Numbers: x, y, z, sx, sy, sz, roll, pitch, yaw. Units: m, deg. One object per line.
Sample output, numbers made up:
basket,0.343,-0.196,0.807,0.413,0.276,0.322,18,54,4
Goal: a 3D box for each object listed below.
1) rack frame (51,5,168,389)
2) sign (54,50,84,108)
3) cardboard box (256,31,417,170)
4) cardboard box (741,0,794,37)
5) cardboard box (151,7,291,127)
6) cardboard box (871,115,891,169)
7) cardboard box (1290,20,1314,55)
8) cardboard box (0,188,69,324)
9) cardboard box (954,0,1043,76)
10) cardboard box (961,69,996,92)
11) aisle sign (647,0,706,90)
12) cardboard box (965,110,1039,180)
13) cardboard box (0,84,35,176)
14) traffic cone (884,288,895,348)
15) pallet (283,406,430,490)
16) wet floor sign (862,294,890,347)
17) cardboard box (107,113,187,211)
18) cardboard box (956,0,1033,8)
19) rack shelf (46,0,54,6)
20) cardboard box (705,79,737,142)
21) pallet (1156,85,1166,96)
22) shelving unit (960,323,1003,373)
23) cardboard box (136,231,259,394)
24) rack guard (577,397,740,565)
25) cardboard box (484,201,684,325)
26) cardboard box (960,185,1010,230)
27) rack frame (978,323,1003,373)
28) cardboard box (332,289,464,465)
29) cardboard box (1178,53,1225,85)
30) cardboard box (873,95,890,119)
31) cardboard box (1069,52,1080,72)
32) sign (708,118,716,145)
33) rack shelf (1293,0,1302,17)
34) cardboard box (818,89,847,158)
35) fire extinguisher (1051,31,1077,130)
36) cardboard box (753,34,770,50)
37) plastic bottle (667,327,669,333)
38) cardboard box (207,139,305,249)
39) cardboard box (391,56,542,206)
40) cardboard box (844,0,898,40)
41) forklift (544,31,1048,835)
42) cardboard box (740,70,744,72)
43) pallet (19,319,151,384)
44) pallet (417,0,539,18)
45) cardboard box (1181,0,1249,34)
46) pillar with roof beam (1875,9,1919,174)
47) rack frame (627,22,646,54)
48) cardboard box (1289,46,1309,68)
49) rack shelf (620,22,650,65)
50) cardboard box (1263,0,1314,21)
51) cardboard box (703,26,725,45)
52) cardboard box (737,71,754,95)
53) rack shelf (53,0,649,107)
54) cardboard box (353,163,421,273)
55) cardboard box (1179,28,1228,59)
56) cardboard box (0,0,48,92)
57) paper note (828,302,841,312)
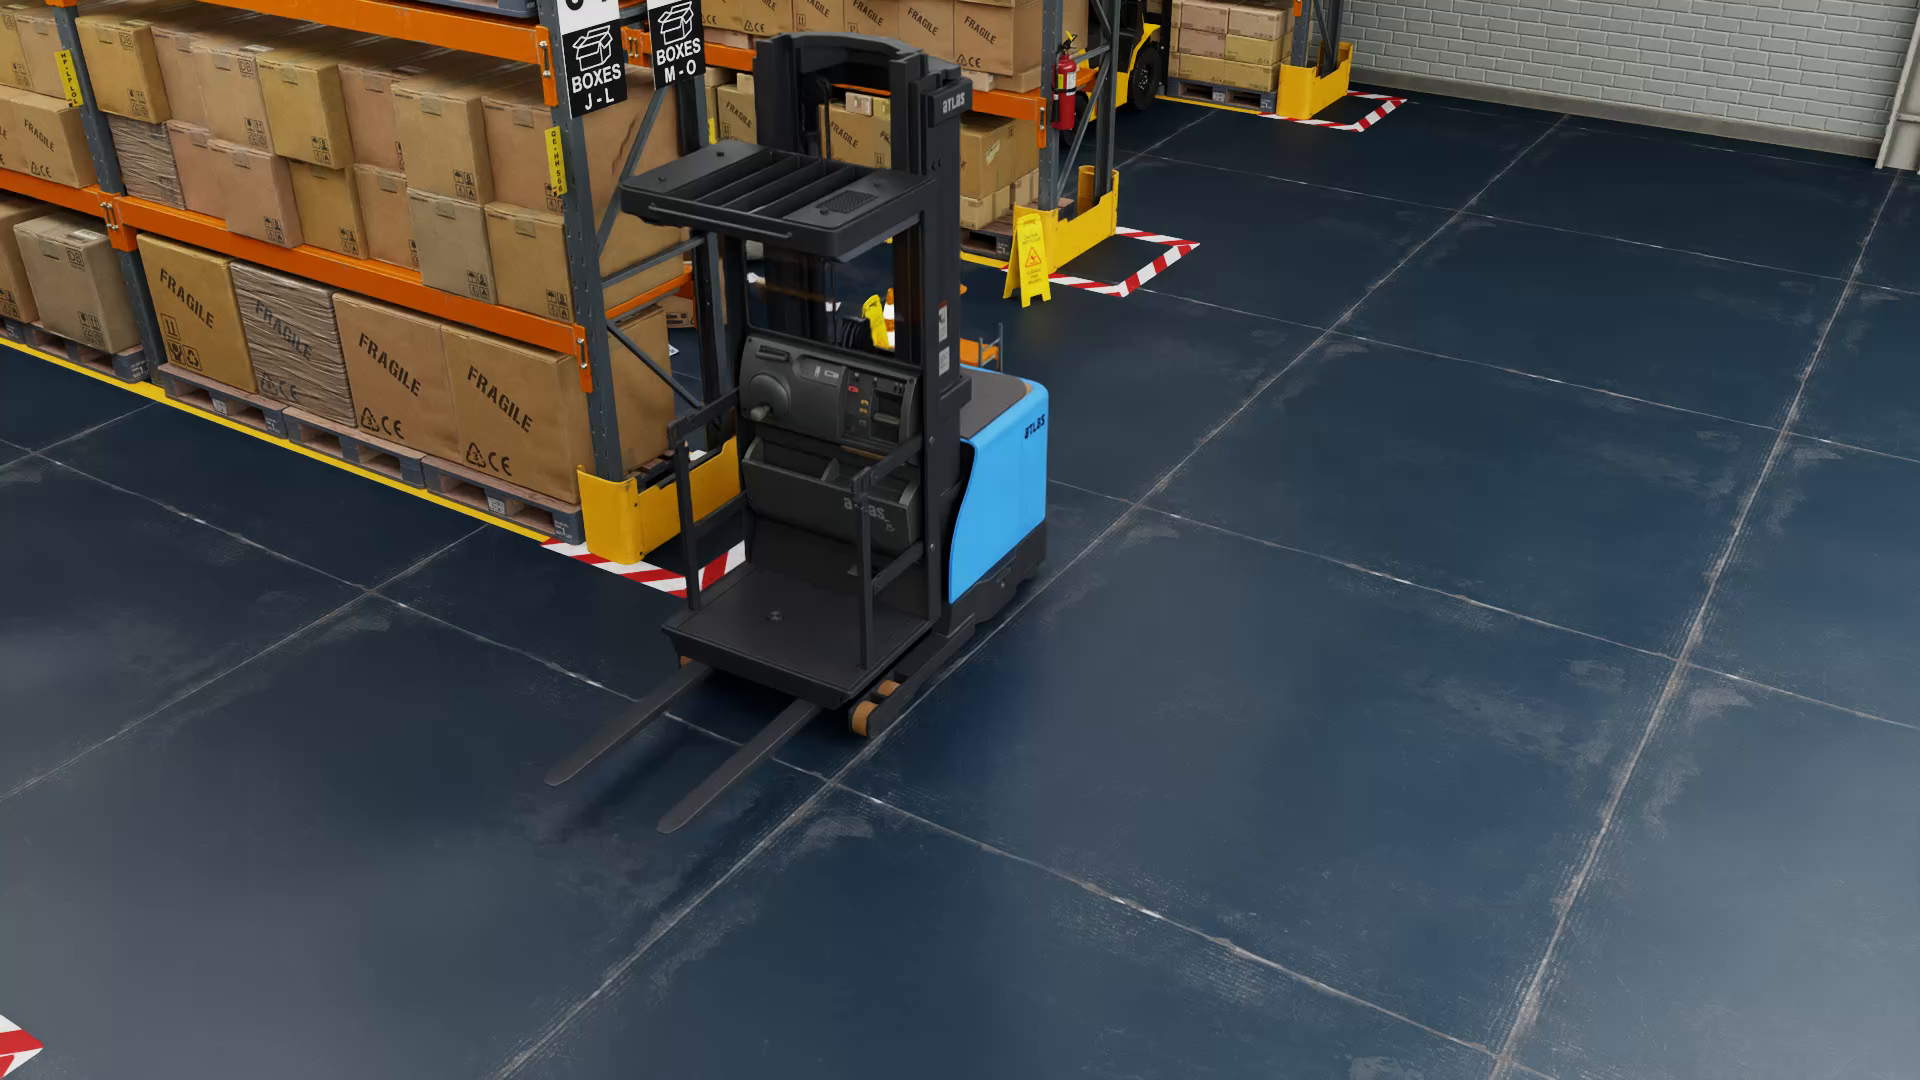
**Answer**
rack frame,-5.031,-2.521,10.594,0.127,3.000,1.000,18,35,27
sign,-5.312,-2.753,9.921,0.005,0.325,0.100,18,35,27
cardboard box,-3.372,-2.499,9.336,0.500,0.550,0.875,18,35,27
cardboard box,-1.405,-4.331,13.303,0.500,0.500,0.500,17,34,27
cardboard box,-4.210,-2.841,9.922,0.550,0.550,0.875,18,35,27
cardboard box,-0.359,-3.148,13.238,0.500,0.500,0.500,19,35,29
cardboard box,3.250,-5.133,16.887,0.500,0.250,0.500,18,35,28
cardboard box,-6.420,-2.119,11.720,0.750,0.750,1.050,18,35,27
cardboard box,0.296,-3.789,12.373,0.500,0.500,0.500,17,34,26
cardboard box,0.198,-3.510,12.539,0.250,0.149,0.380,17,34,27
aisle sign,-1.424,-2.681,8.289,0.004,0.787,0.394,18,35,27
cardboard box,0.346,-3.247,13.407,0.500,0.500,0.500,16,34,26
cardboard box,-6.043,-2.725,10.845,0.500,0.500,0.500,17,34,27
traffic cone,-0.450,-1.493,11.350,0.334,0.463,0.336,18,35,27
pallet,-3.392,-0.753,10.331,1.213,0.211,1.003,18,35,27
wet floor sign,-0.566,-1.270,10.786,0.232,0.644,0.267,12,32,19
cardboard box,-4.713,-2.492,10.396,0.550,0.550,0.875,18,35,27
cardboard box,0.354,-4.236,12.148,0.500,0.500,0.700,17,34,26
rack shelf,-6.725,-4.042,10.938,4.000,0.370,1.077,18,35,27
cardboard box,-2.129,-3.705,14.192,0.500,0.500,0.500,19,35,30
pallet,1.839,-5.018,17.643,1.213,0.211,1.003,18,35,27
shelving unit,-0.050,-0.645,9.165,0.503,1.200,0.258,16,34,25
cardboard box,-4.536,-1.586,10.684,0.875,0.875,0.875,18,35,28
rack guard,-1.623,-0.363,9.376,0.348,0.500,1.175,18,35,27
cardboard box,-1.982,-1.594,8.857,0.550,0.550,0.875,18,35,27
cardboard box,0.054,-2.691,13.198,0.500,0.250,0.500,17,34,27
rack frame,0.162,-0.584,9.060,0.015,1.200,0.240,16,34,25
cardboard box,-2.999,-1.101,9.853,0.875,0.875,0.875,17,34,27
cardboard box,2.556,-4.831,16.865,0.500,0.250,0.500,18,35,27
cardboard box,-0.473,-3.429,13.074,0.250,0.149,0.380,18,35,28
cardboard box,0.725,-3.660,12.796,0.250,0.149,0.380,18,35,28
sign,-1.343,-2.093,8.923,0.005,0.325,0.100,18,35,27
rack shelf,1.844,-5.934,17.158,4.000,0.370,1.077,18,35,27
cardboard box,-1.231,-3.427,13.715,0.500,0.500,0.500,20,36,30
fire extinguisher,0.754,-3.328,12.055,0.183,0.674,0.296,18,35,27
cardboard box,-1.473,-4.088,13.530,0.250,0.149,0.380,17,34,27
plastic bottle,-2.207,-1.466,11.702,0.283,0.061,0.133,6,31,10
cardboard box,-3.840,-2.159,9.826,0.550,0.550,0.875,18,35,27
cardboard box,-2.452,-2.204,8.832,0.550,0.550,0.875,18,35,27
cardboard box,-0.547,-4.060,12.838,0.500,0.500,0.500,17,34,27
forklift,-0.712,-0.620,7.403,1.130,2.935,3.031,16,34,26
cardboard box,-1.842,-3.934,14.585,0.500,0.500,0.500,17,34,27
pallet,-5.725,-1.491,11.596,1.213,0.211,1.003,18,35,27
pallet,-2.277,-2.901,8.357,1.213,0.211,1.003,18,35,27
cardboard box,2.547,-5.259,16.607,0.500,0.250,0.500,18,35,28
pillar with roof beam,6.221,-5.426,9.621,0.400,9.000,9.100,18,35,27
rack frame,-2.486,-4.661,14.262,0.127,3.000,1.000,18,35,27
cardboard box,3.226,-4.917,17.014,0.500,0.250,0.500,18,35,28
rack shelf,-4.179,-4.886,15.362,4.000,0.370,1.077,18,35,27
cardboard box,3.232,-5.344,16.753,0.500,0.250,0.500,17,34,27
cardboard box,-1.906,-4.227,13.768,0.250,0.149,0.380,17,34,27
cardboard box,-1.619,-3.789,13.692,0.250,0.149,0.380,19,35,29
rack shelf,-3.338,-2.970,9.101,4.000,0.370,1.077,18,35,27
cardboard box,-2.867,-1.936,9.443,0.550,0.550,0.875,18,35,27
cardboard box,2.541,-5.054,16.752,0.500,0.250,0.500,17,34,27
cardboard box,-5.892,-3.263,10.776,0.500,0.500,0.700,17,34,27
paper note,-0.956,-1.710,12.151,0.142,0.019,0.148,6,31,10
